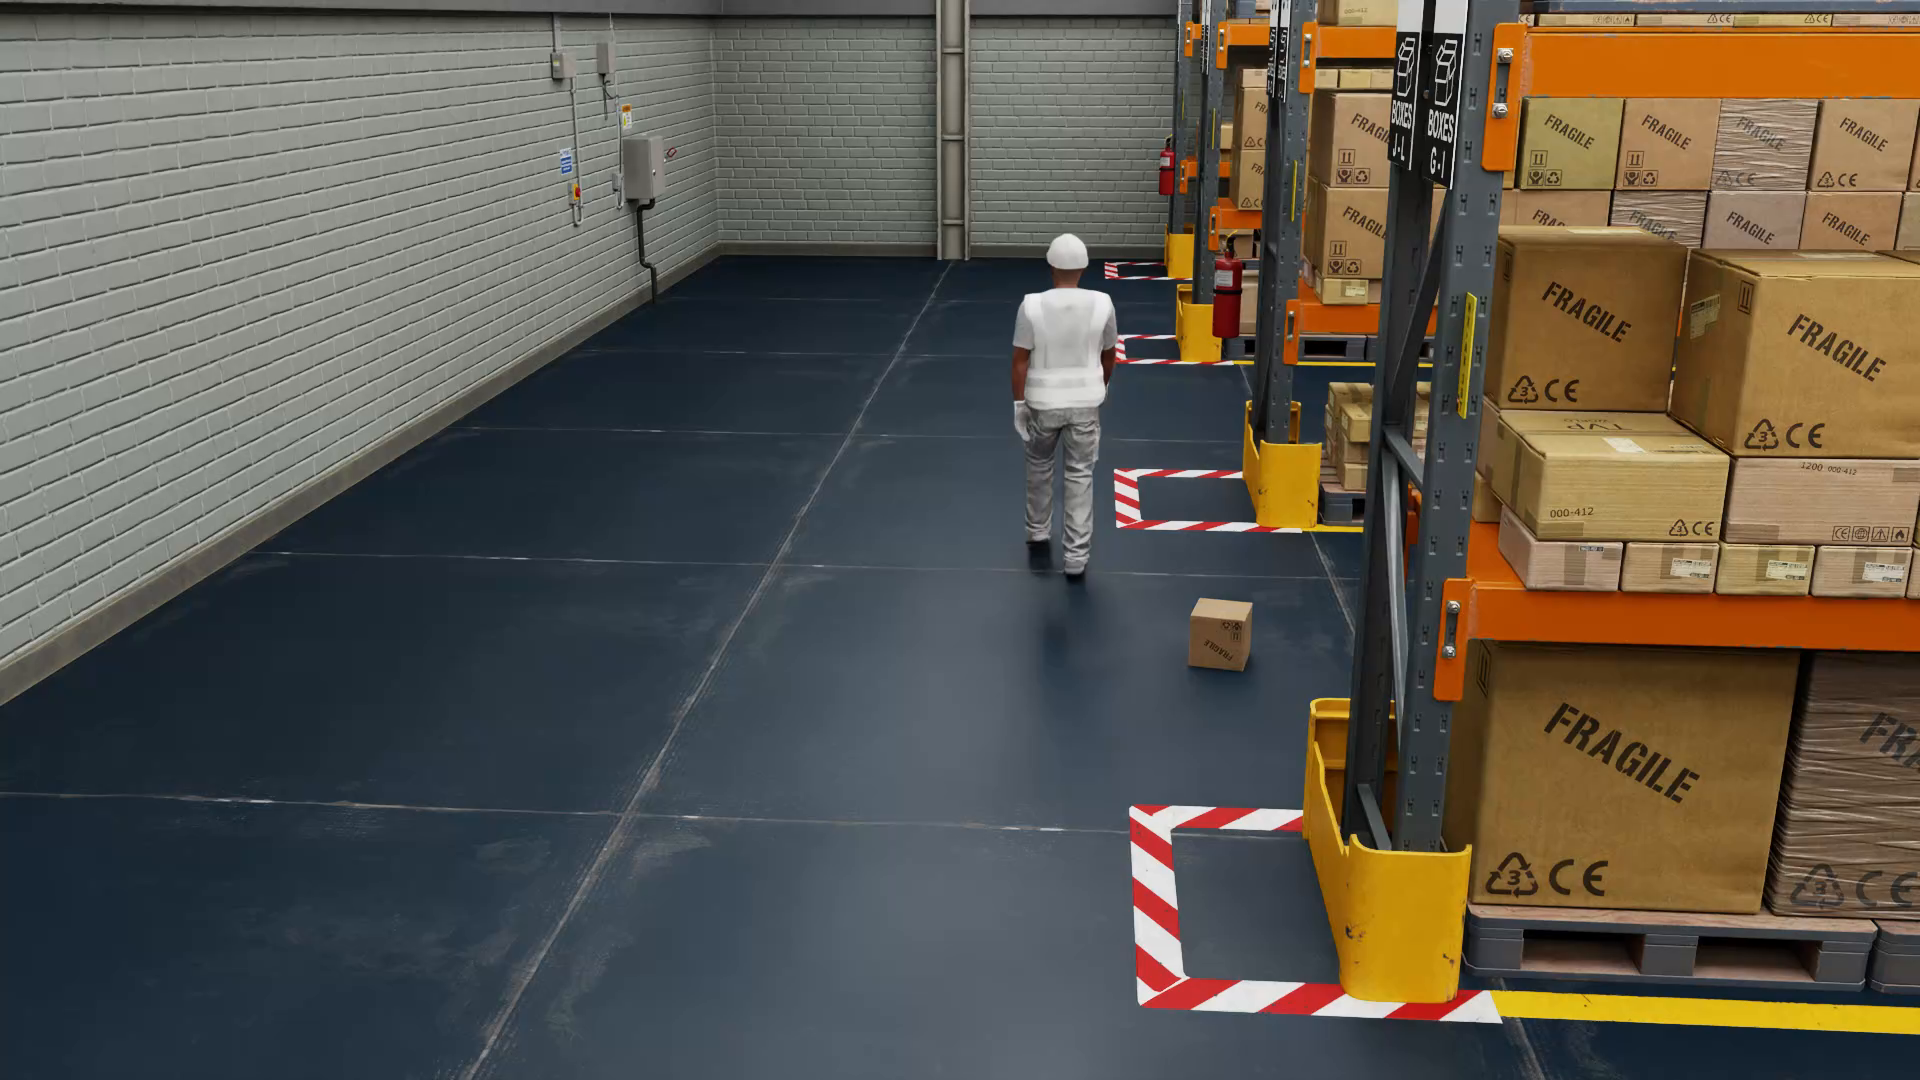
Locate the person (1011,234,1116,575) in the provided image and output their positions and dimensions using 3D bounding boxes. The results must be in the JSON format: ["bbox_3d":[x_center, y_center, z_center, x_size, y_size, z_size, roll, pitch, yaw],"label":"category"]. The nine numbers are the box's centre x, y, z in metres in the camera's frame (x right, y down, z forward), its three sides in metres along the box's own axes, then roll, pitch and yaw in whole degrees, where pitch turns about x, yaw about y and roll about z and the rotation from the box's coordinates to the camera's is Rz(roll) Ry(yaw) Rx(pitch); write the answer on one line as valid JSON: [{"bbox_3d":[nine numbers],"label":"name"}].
[{"bbox_3d":[0.547,-0.739,8.899,0.561,1.806,0.820,0,17,0],"label":"person"}]
